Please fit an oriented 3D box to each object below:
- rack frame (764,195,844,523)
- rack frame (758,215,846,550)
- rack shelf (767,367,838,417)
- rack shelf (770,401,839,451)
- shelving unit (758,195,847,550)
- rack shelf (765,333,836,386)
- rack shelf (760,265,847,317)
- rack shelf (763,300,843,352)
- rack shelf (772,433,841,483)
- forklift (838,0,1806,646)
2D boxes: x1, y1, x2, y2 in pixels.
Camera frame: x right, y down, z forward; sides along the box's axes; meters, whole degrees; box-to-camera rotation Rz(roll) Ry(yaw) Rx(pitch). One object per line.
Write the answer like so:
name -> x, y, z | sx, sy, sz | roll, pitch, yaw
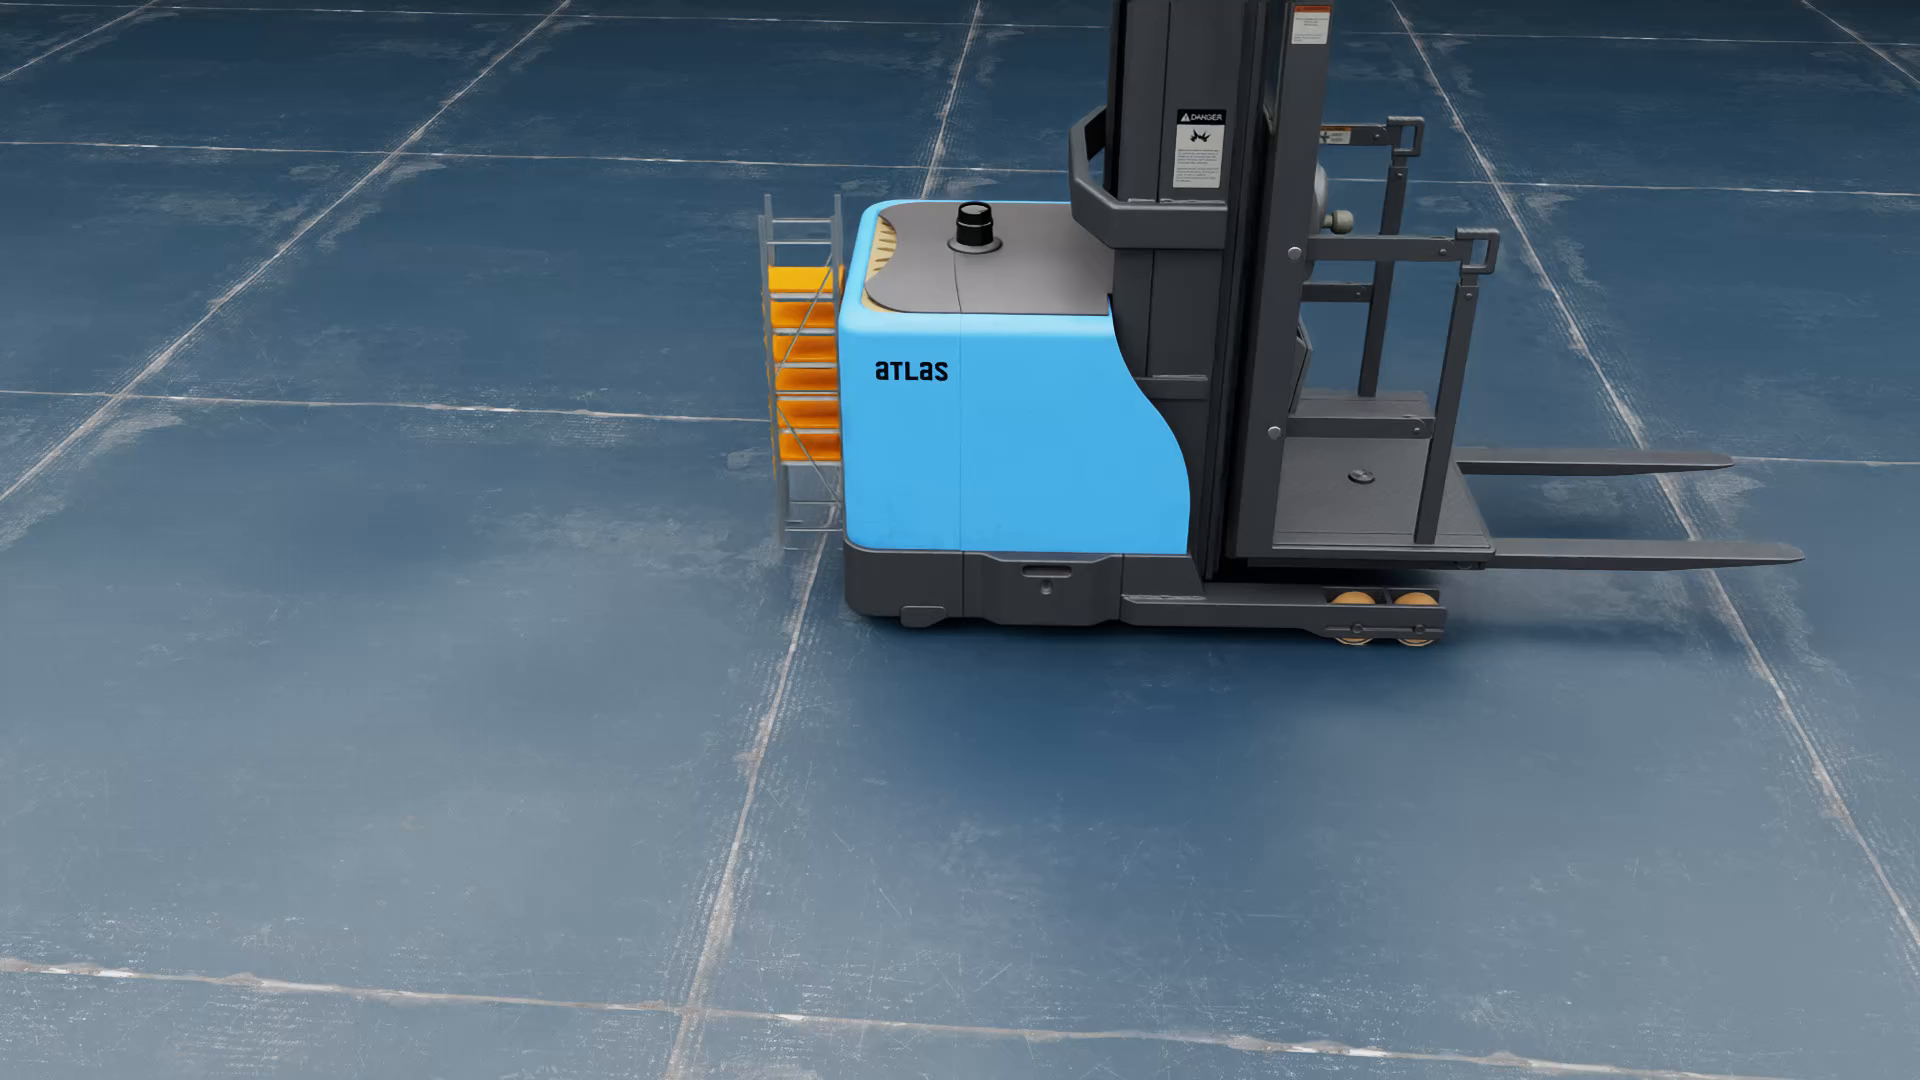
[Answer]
rack frame -> -0.494, -0.573, 5.536 | 0.240, 1.200, 0.006 | 0, 32, 0
rack frame -> -0.496, -0.477, 5.380 | 0.240, 1.200, 0.006 | 0, 32, 0
rack shelf -> -0.495, -0.487, 5.481 | 0.258, 0.103, 0.180 | 0, 32, 0
rack shelf -> -0.495, -0.385, 5.544 | 0.258, 0.103, 0.180 | 0, 32, 0
shelving unit -> -0.495, -0.525, 5.458 | 0.258, 1.200, 0.189 | 0, 32, 0
rack shelf -> -0.495, -0.589, 5.418 | 0.258, 0.103, 0.180 | 0, 32, 0
rack shelf -> -0.495, -0.793, 5.292 | 0.258, 0.103, 0.180 | 0, 32, 0
rack shelf -> -0.495, -0.691, 5.355 | 0.258, 0.103, 0.180 | 0, 32, 0
rack shelf -> -0.495, -0.283, 5.607 | 0.258, 0.103, 0.180 | 0, 32, 0
forklift -> 1.161, -1.200, 4.903 | 3.031, 2.935, 1.130 | 1, 32, 1
